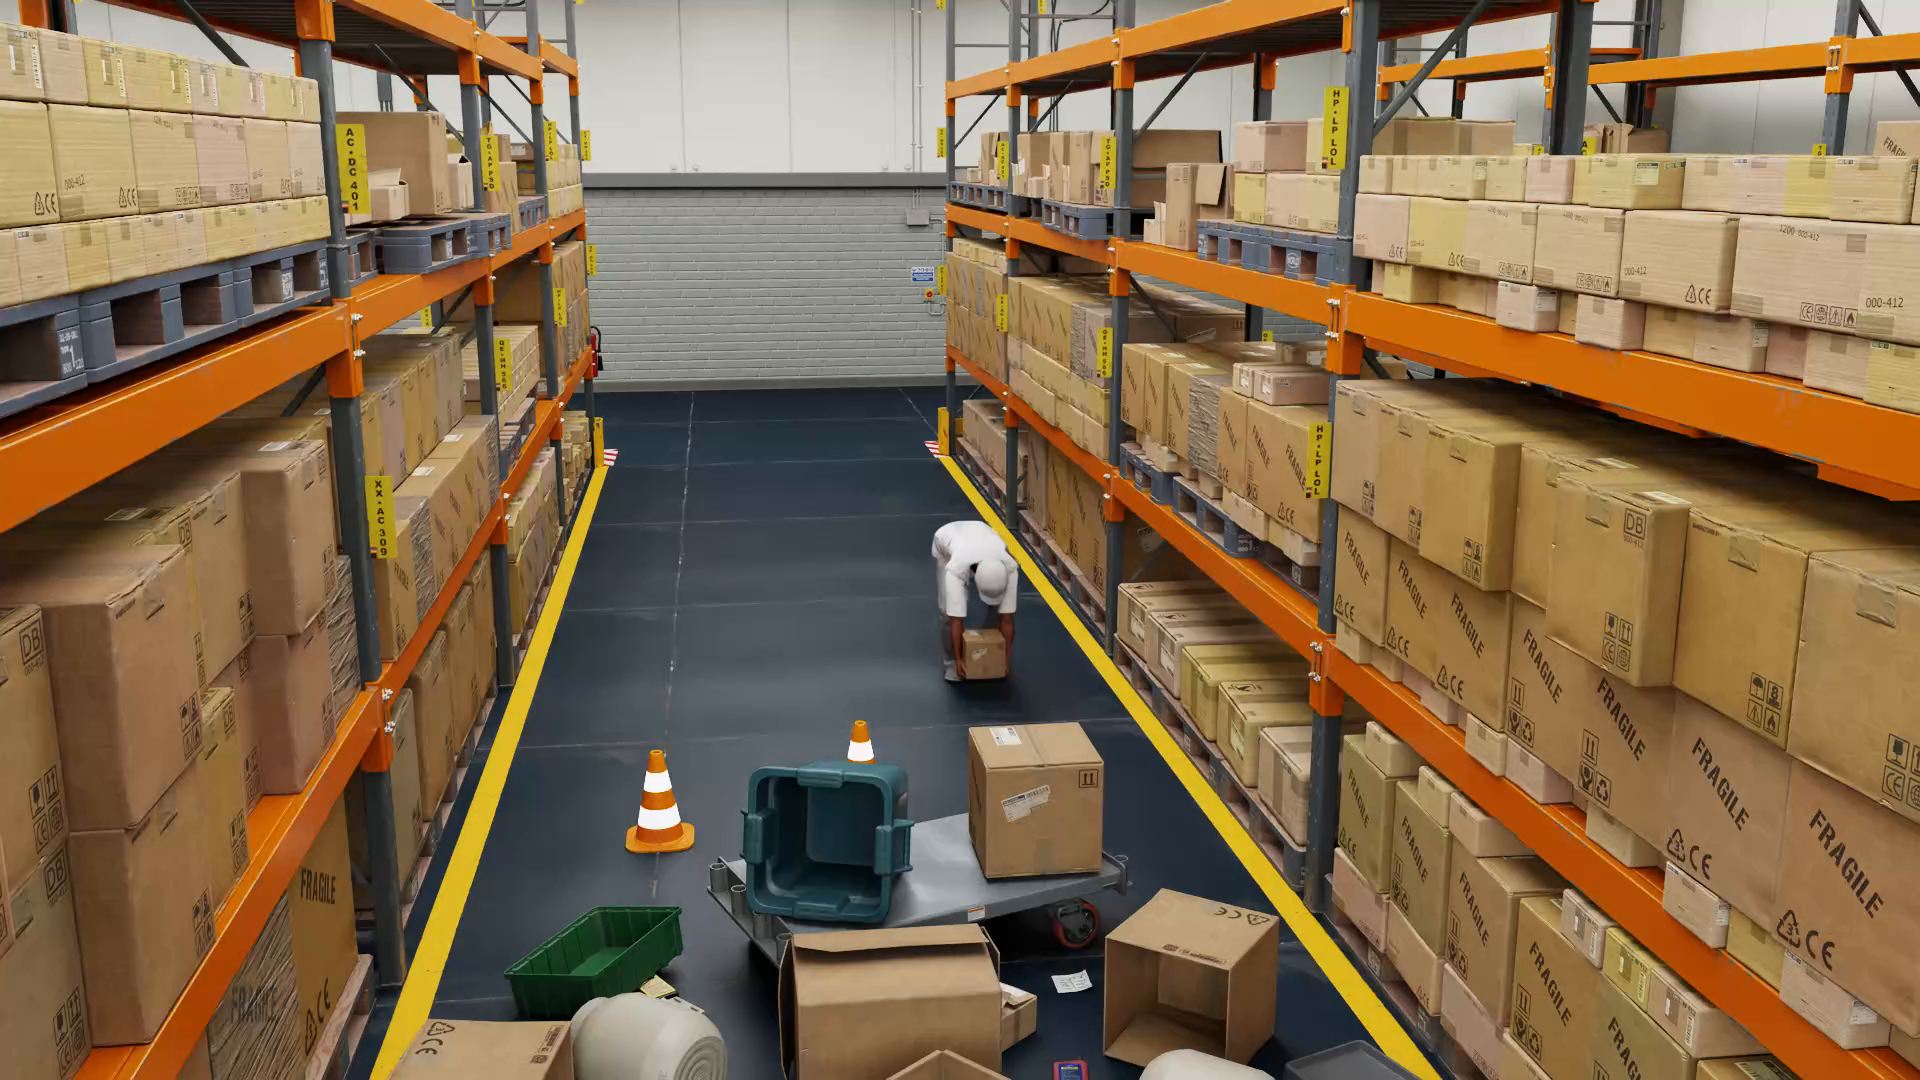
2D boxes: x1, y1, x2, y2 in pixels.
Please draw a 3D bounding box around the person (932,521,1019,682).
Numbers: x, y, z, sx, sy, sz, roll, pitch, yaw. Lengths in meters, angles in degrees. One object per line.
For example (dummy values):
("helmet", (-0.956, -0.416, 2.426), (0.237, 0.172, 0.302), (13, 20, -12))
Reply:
("person", (0.116, 0.428, 10.702), (0.486, 1.031, 0.979), (-3, 13, -14))
